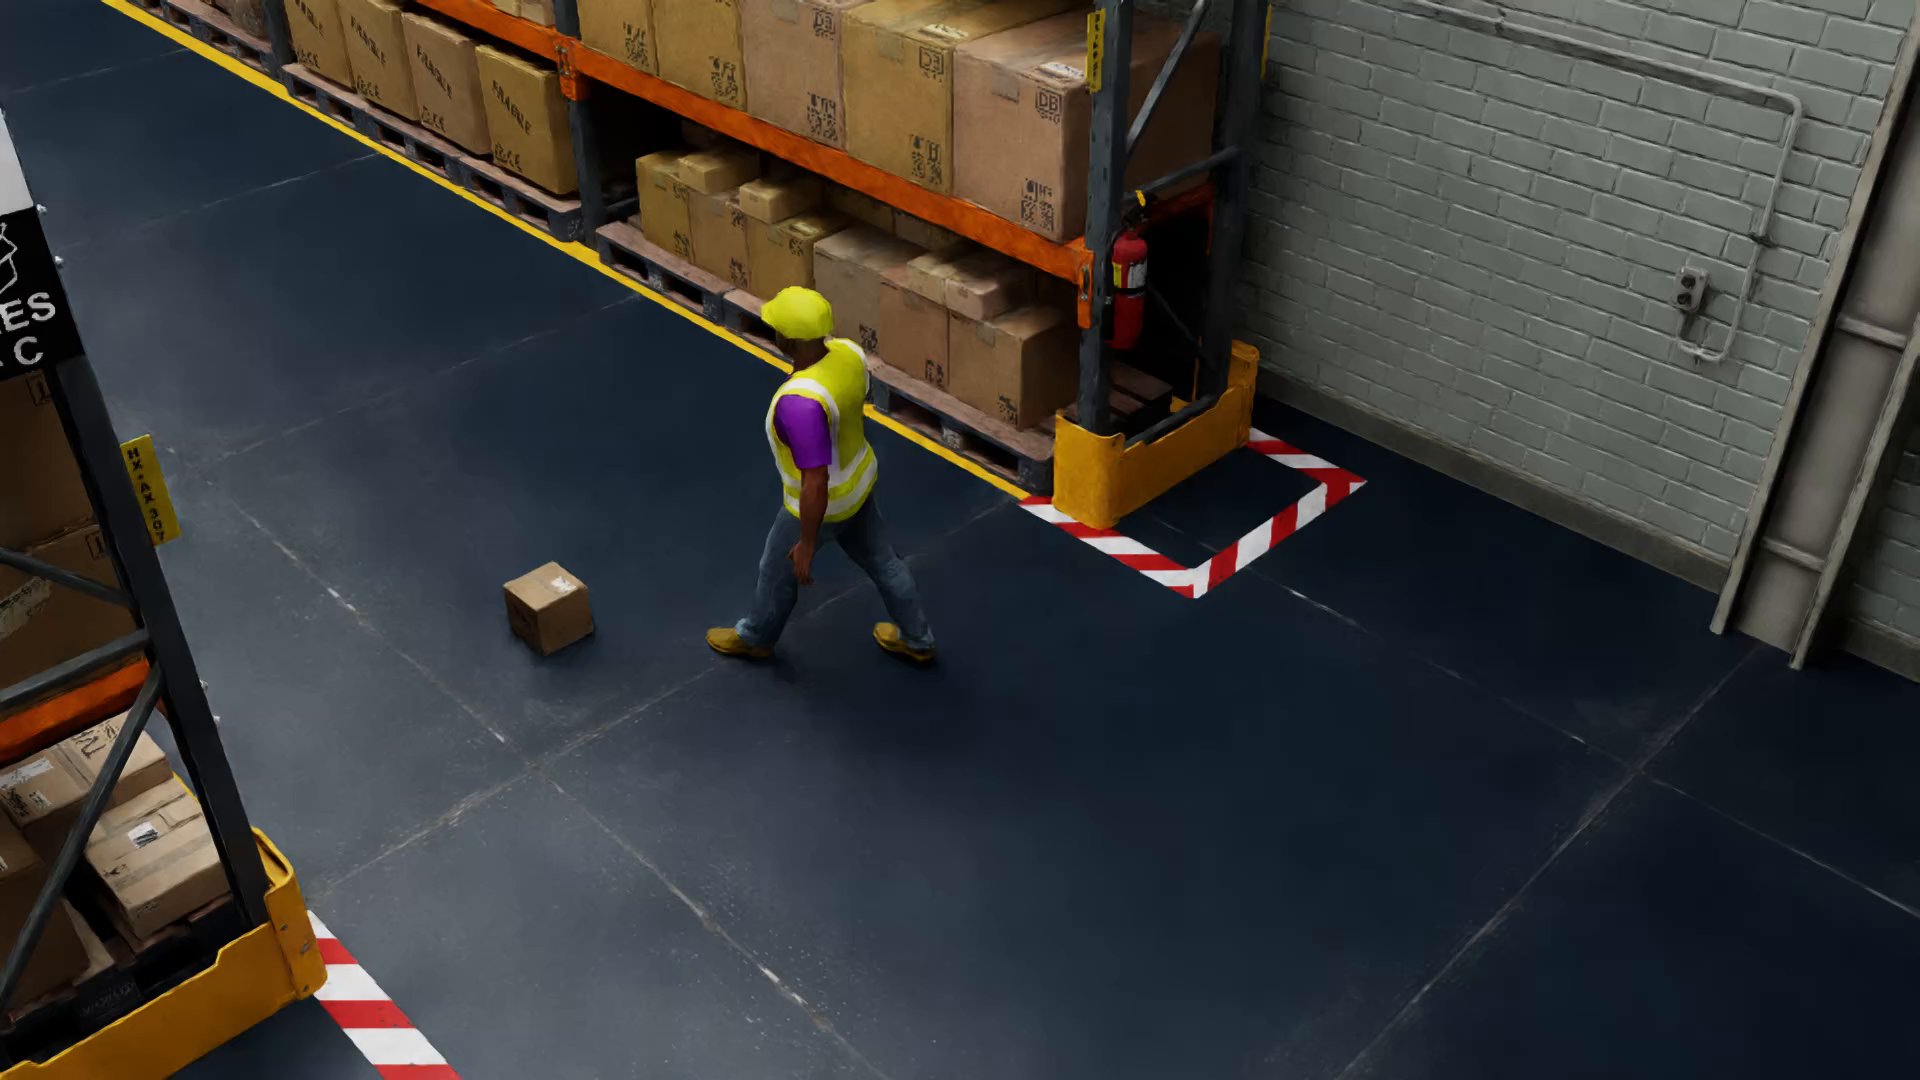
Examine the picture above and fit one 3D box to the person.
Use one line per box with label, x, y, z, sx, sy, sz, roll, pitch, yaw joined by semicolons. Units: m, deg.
person;-0.608;-0.200;6.413;0.965;1.725;0.774;12;37;17
